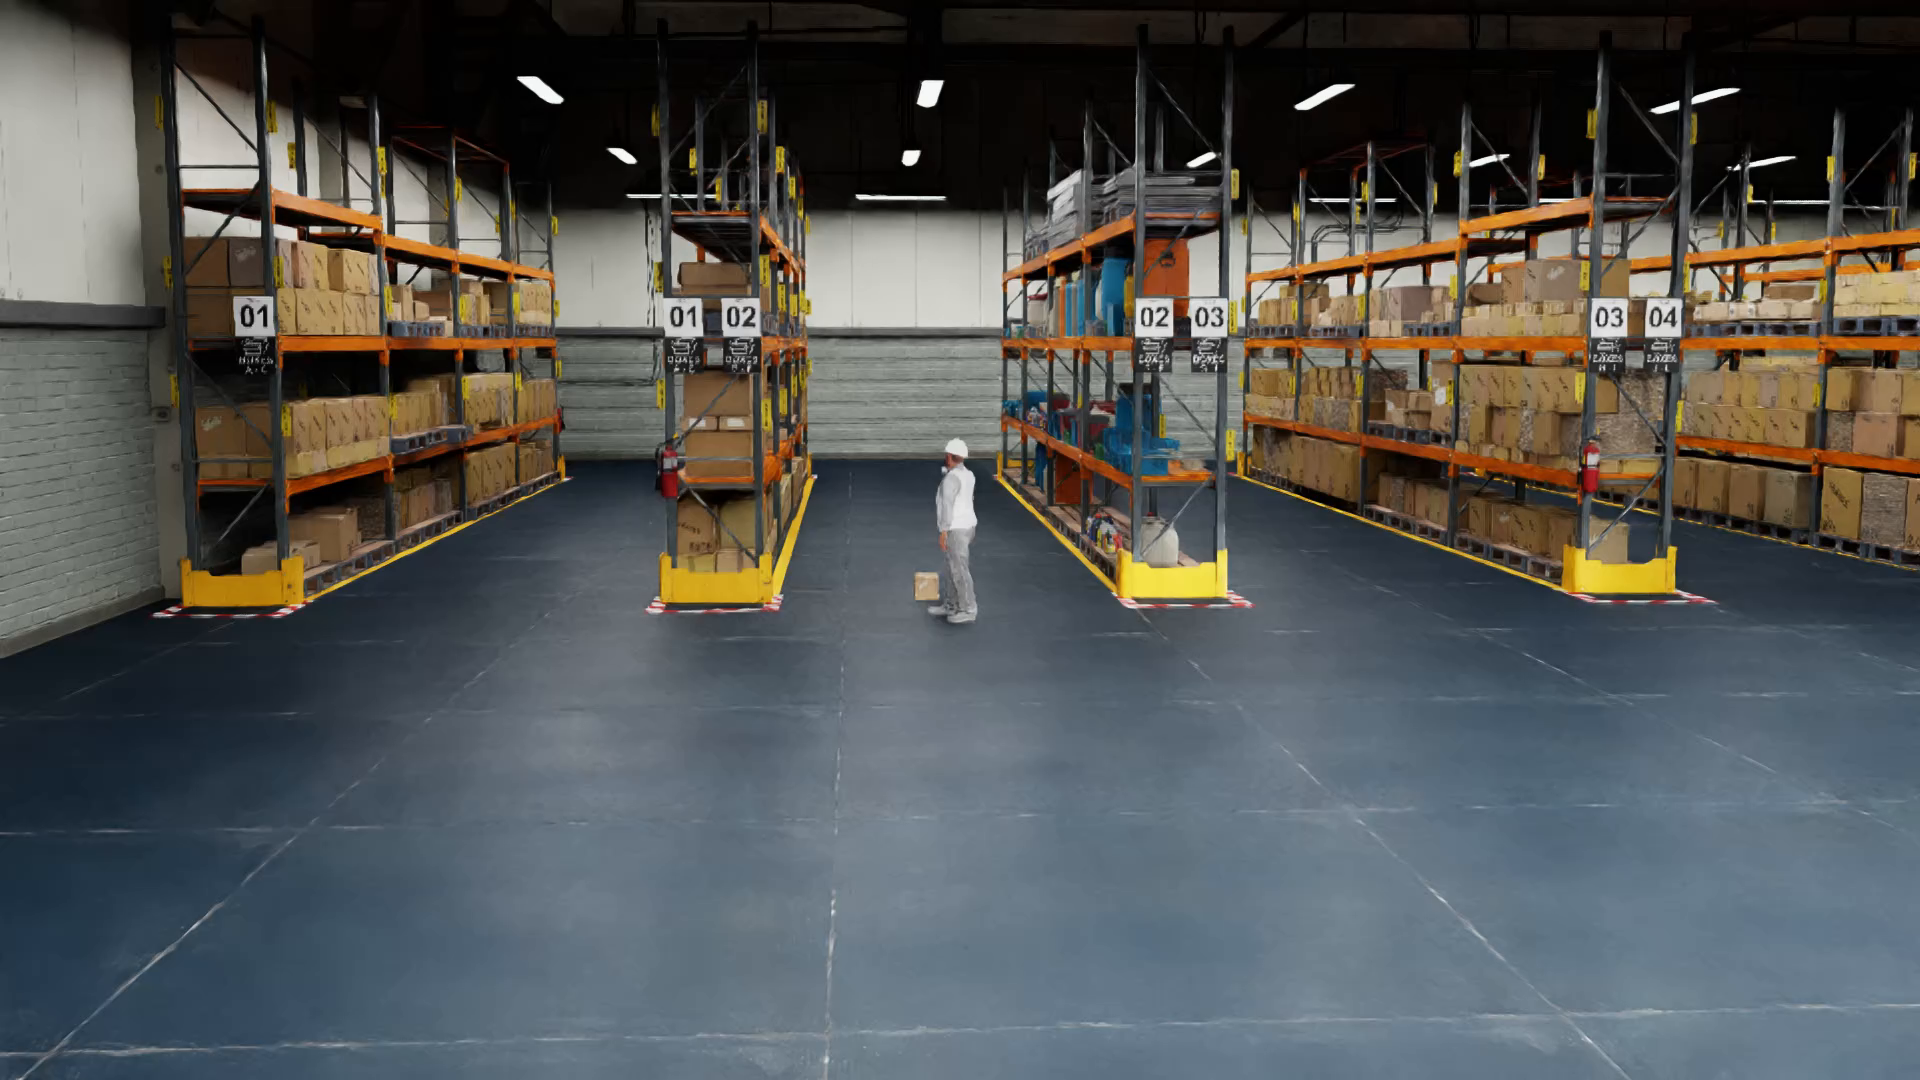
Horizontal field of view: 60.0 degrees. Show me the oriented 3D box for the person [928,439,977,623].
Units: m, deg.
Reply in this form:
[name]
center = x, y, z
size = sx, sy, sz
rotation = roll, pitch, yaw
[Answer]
[person]
center = -0.077, -0.108, 16.335
size = 0.578, 1.770, 0.640
rotation = 2, 7, 16
